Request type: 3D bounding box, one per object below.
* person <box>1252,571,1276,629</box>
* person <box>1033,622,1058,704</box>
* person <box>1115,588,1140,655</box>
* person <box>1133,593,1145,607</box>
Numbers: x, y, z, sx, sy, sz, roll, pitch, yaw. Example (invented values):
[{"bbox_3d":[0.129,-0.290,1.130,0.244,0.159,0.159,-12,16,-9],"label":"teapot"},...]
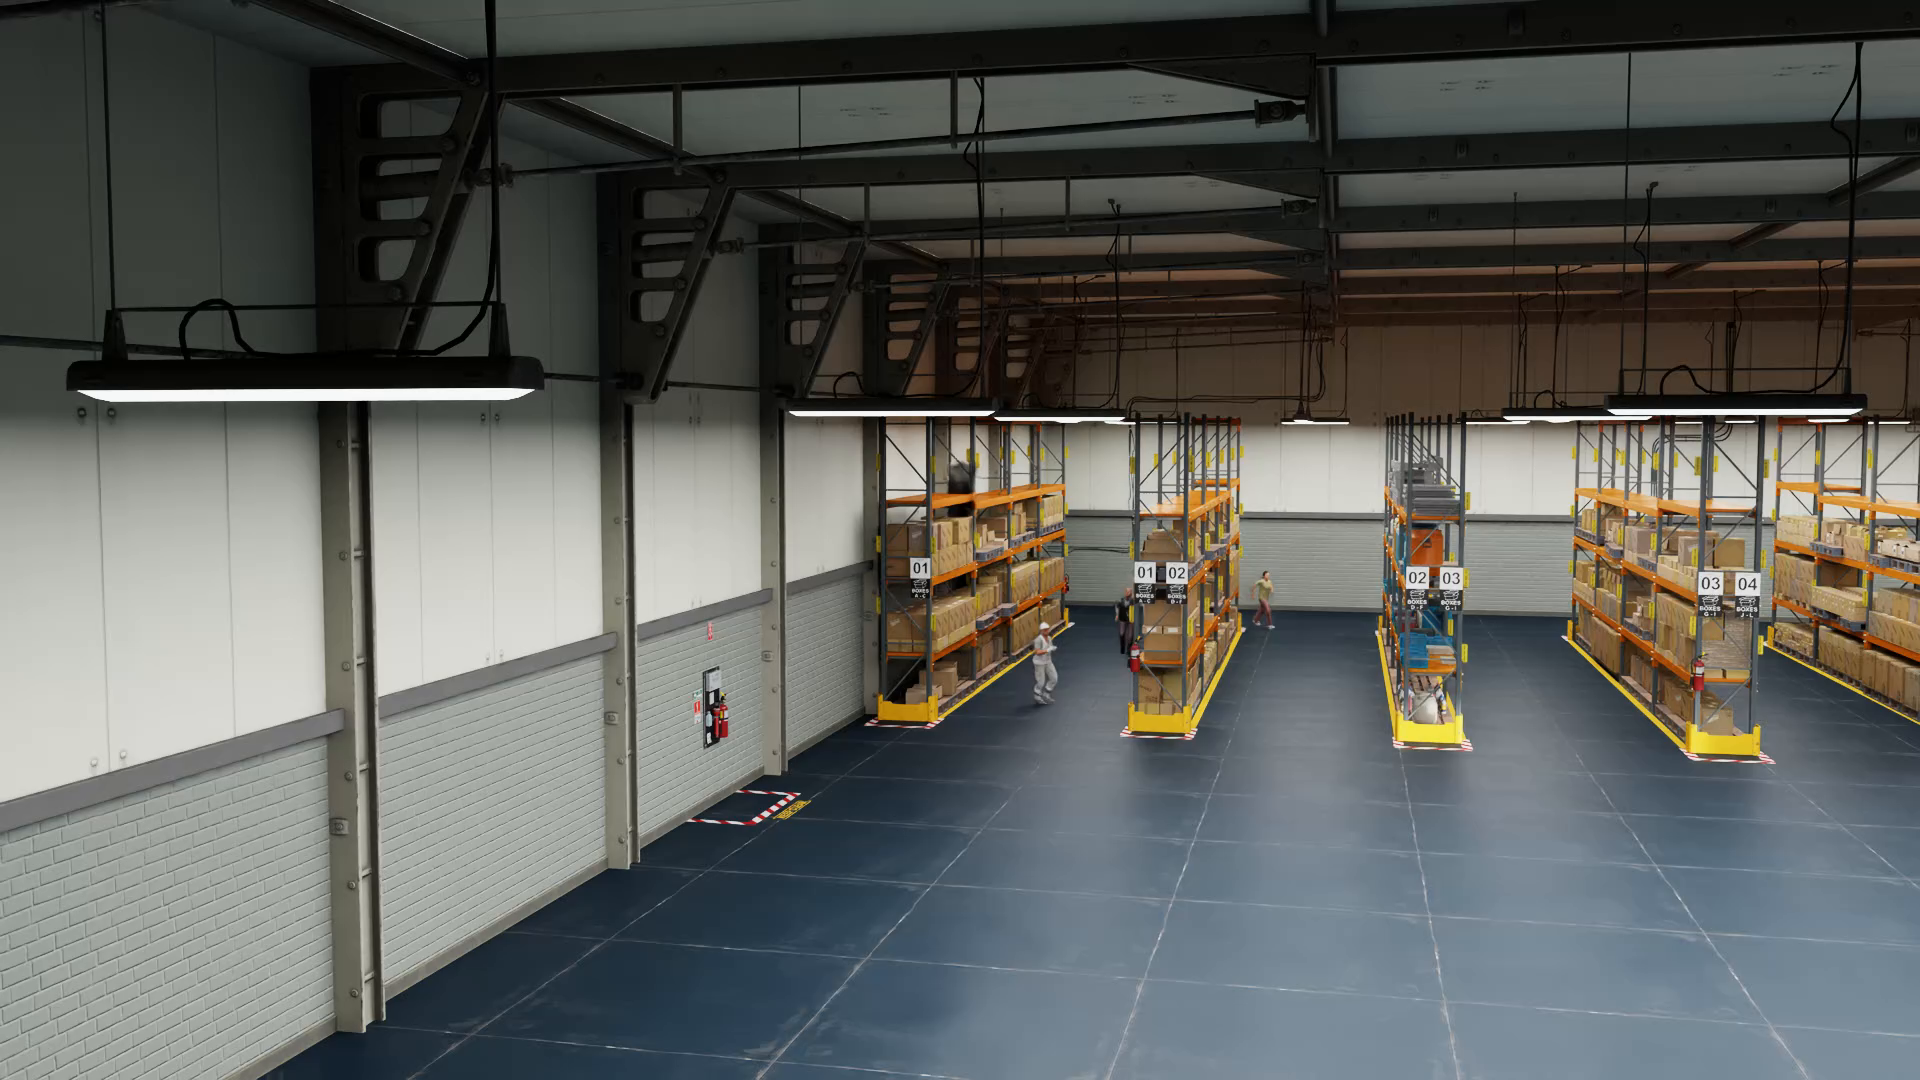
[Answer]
[{"bbox_3d":[8.635,1.687,47.448,0.557,1.647,0.883,-3,5,-42],"label":"person"},{"bbox_3d":[1.696,2.553,34.139,0.566,1.745,0.870,-3,5,-33],"label":"person"},{"bbox_3d":[4.174,2.047,41.628,0.638,1.682,0.648,1,4,12],"label":"person"},{"bbox_3d":[5.238,1.685,48.410,1.159,1.451,0.555,3,5,34],"label":"person"}]
